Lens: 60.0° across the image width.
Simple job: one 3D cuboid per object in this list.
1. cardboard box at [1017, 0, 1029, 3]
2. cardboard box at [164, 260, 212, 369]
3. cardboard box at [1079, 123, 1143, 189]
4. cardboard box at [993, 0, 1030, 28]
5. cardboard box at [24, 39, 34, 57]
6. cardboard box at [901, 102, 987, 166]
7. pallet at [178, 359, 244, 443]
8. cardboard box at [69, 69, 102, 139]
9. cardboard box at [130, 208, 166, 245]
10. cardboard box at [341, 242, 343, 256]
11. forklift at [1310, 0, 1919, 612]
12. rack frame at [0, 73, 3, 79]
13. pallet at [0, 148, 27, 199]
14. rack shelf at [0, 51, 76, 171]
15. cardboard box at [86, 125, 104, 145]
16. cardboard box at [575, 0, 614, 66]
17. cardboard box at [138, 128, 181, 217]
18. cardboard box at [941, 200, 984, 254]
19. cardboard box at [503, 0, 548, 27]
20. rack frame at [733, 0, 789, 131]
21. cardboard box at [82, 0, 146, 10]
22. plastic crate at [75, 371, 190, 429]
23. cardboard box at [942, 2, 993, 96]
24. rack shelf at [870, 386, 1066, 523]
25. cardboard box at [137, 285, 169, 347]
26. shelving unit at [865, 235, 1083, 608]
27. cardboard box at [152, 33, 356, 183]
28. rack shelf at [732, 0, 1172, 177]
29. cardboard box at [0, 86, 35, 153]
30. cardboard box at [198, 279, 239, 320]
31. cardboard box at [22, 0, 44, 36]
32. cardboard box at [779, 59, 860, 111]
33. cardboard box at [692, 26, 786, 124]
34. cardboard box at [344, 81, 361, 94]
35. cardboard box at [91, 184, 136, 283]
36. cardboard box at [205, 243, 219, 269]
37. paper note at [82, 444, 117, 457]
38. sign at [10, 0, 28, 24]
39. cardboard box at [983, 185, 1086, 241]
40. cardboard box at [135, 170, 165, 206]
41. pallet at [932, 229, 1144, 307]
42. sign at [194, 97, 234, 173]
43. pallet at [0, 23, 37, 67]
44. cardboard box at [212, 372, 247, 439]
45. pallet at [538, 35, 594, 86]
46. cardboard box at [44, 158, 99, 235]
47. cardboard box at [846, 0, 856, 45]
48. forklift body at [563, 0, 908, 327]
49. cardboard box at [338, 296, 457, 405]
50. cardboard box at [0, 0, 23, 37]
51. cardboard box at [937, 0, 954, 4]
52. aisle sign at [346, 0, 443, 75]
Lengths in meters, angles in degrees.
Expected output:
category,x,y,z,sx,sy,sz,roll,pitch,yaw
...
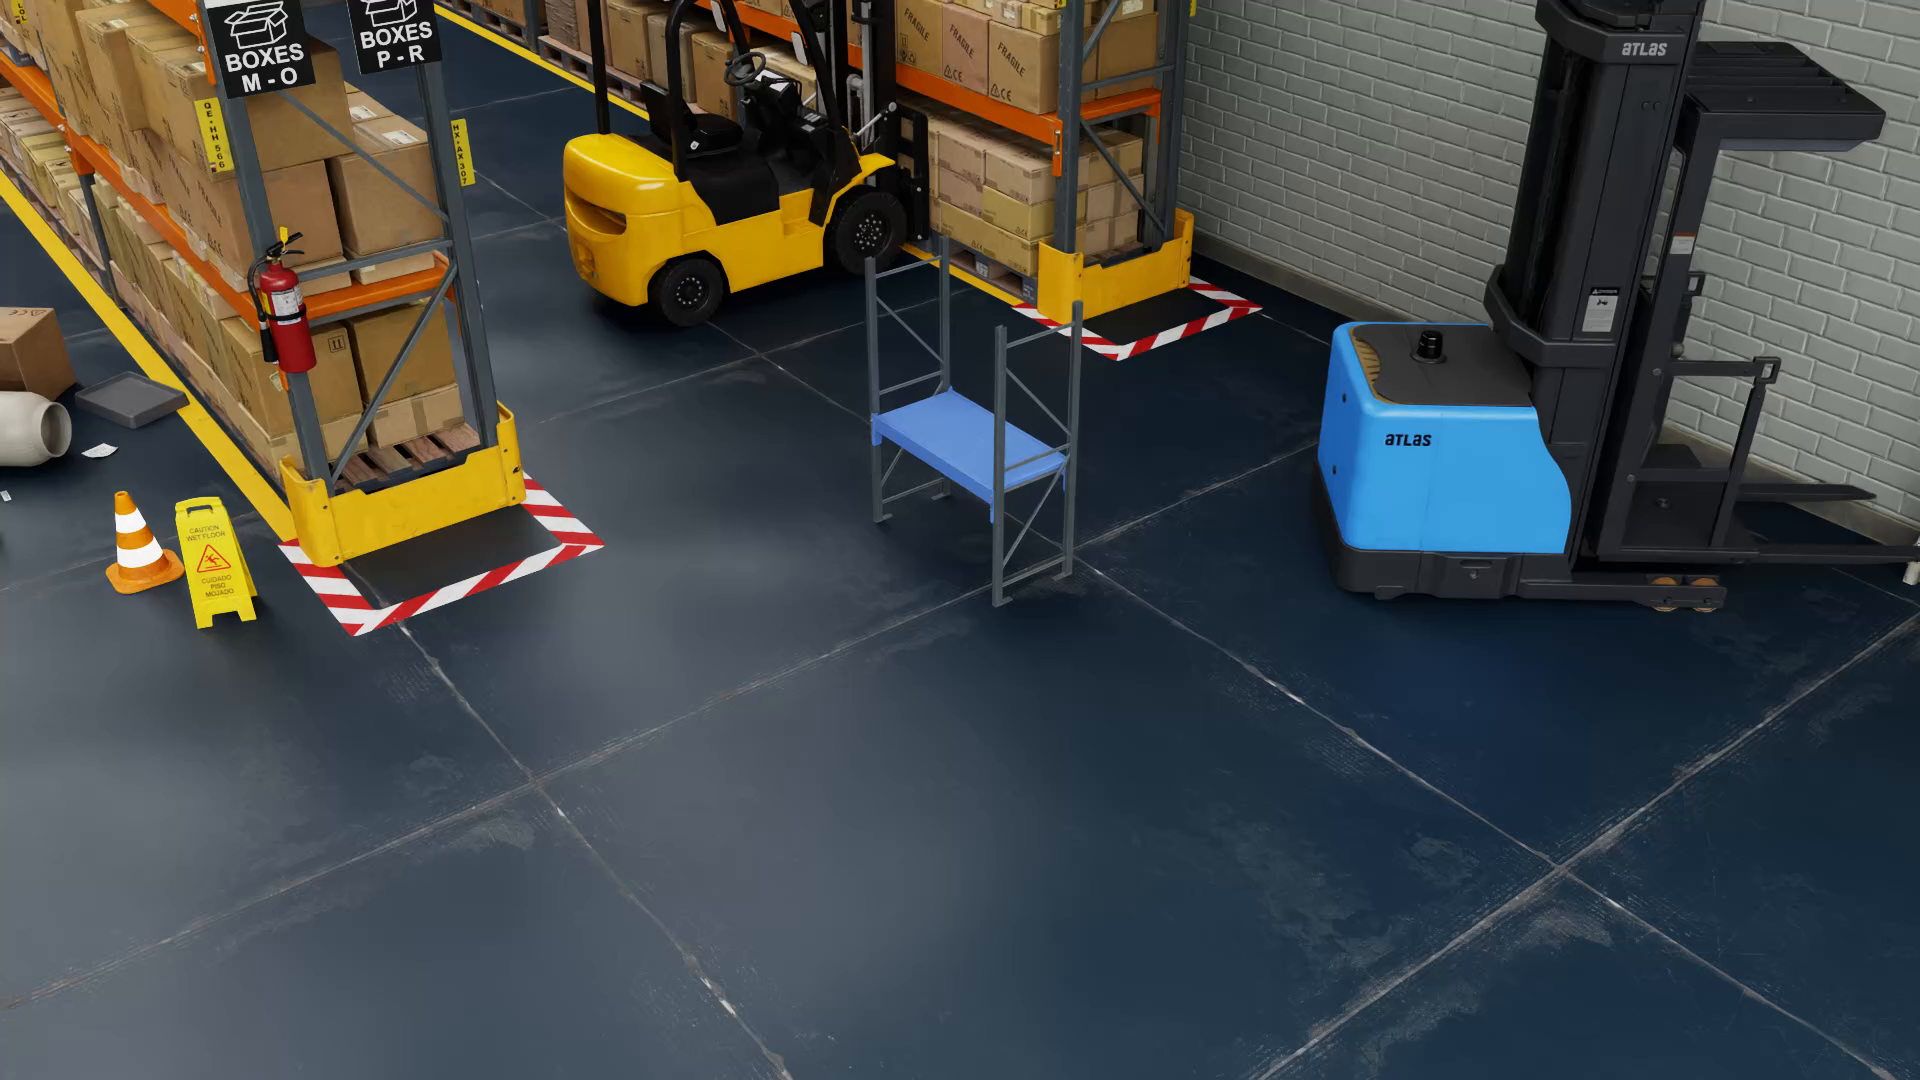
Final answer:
category,x,y,z,sx,sy,sz,roll,pitch,yaw
cardboard box,0.485,-3.574,10.669,0.380,0.149,0.250,-22,38,-31
cardboard box,-4.196,-1.355,9.586,0.500,0.500,0.500,-23,39,-32
cardboard box,0.902,-2.652,11.437,0.500,0.250,0.500,-23,39,-32
cardboard box,0.433,-3.424,10.711,0.380,0.149,0.250,-22,38,-31
cardboard box,-6.006,-3.327,11.104,0.380,0.149,0.250,-24,39,-33
cardboard box,-0.117,-2.899,11.836,0.500,0.250,0.500,-22,38,-31
pallet,-4.132,-1.053,10.245,1.003,0.211,1.213,-22,38,-31
cardboard box,-4.949,-2.709,9.891,0.500,0.500,0.500,-22,38,-32
cardboard box,-4.663,-1.890,9.832,0.380,0.149,0.250,-20,37,-29
cardboard box,-3.083,-1.550,8.641,0.380,0.149,0.250,-22,38,-31
forklift,3.395,-1.177,7.866,3.031,2.935,1.130,1,32,2
rack frame,-7.777,-4.682,13.445,1.000,3.000,0.127,-22,38,-31
pallet,-7.299,-3.171,13.656,1.003,0.211,1.213,-22,38,-31
rack shelf,-6.551,-3.543,12.293,1.077,0.370,4.000,-22,38,-31
cardboard box,-5.189,-2.585,10.307,0.380,0.149,0.250,-21,38,-30
cardboard box,-3.080,-4.925,15.689,0.875,0.625,0.625,-21,37,-30
cardboard box,-4.030,-2.074,8.869,0.500,0.500,0.500,-22,38,-32
cardboard box,0.212,-2.270,11.769,0.500,0.250,0.500,-22,38,-31
cardboard box,-4.288,-5.513,16.754,0.500,0.500,0.500,-21,38,-30
rack frame,-1.406,-4.622,13.349,1.000,3.000,0.127,-22,38,-31
cardboard box,-4.252,-2.729,8.977,0.700,0.500,0.500,-23,38,-32
plastic crate,-5.009,-0.855,10.051,0.583,0.080,0.402,18,36,27
cardboard box,0.227,-3.337,11.185,0.500,0.500,0.500,-21,38,-30
rack shelf,0.052,-0.449,8.392,0.538,0.185,1.000,-22,38,-31
cardboard box,-4.840,-1.473,10.487,0.500,0.250,0.500,-20,37,-29
shelving unit,0.052,-0.602,8.297,0.538,1.500,1.048,-22,38,-31
cardboard box,-3.357,-2.084,7.938,0.700,0.500,0.500,-23,39,-33
rack shelf,-0.179,-3.483,12.197,1.077,0.370,4.000,-22,38,-31
cardboard box,-7.439,-3.505,13.644,0.950,0.372,0.625,-25,40,-34
cardboard box,-3.847,-1.333,8.936,0.380,0.149,0.250,-21,38,-30
cardboard box,-5.226,-3.355,9.984,0.700,0.500,0.500,-23,38,-32
cardboard box,-1.052,-3.538,12.864,0.500,0.250,0.500,-22,38,-31
cardboard box,-1.735,-4.006,14.209,0.875,0.625,0.625,-20,37,-29
cardboard box,-3.577,-2.231,9.122,0.500,0.500,0.500,-23,39,-32
cardboard box,-5.176,-2.011,10.641,0.500,0.500,0.500,-20,37,-29
cardboard box,-3.653,-1.511,8.578,0.380,0.149,0.250,-23,39,-32
paper note,-4.940,-0.516,9.551,0.148,0.019,0.142,18,36,27
sign,-5.761,-3.326,10.164,0.100,0.325,0.005,-22,38,-31
cardboard box,0.502,-2.280,11.312,0.500,0.250,0.500,-23,38,-32
cardboard box,-4.431,-2.041,9.431,0.380,0.149,0.250,-22,38,-32
pallet,0.545,-2.076,11.892,1.003,0.211,1.213,-22,38,-31
sign,-3.322,-1.803,7.413,0.100,0.325,0.005,-22,38,-31
pallet,-6.531,-3.789,12.189,1.003,0.211,1.213,-22,38,-31
cardboard box,-3.891,-0.826,9.446,0.500,0.250,0.500,-22,38,-31
pallet,-3.385,-4.749,16.197,1.003,0.211,1.213,-22,38,-31
cardboard box,-6.092,-2.593,12.175,0.950,0.372,0.625,-20,37,-29
cardboard box,-0.696,-3.973,12.209,0.500,0.500,0.500,-23,38,-32
forklift body,-1.557,-2.795,11.211,2.313,2.155,1.214,-22,38,-31
cardboard box,-3.163,-1.112,9.195,0.500,0.500,0.500,-24,39,-33
cardboard box,-6.094,-3.687,11.068,0.500,0.500,0.500,-22,38,-31
cardboard box,-0.022,-3.755,11.243,0.380,0.149,0.250,-24,39,-33
aisle sign,-2.589,-2.527,7.511,0.394,0.787,0.004,-22,38,-31
